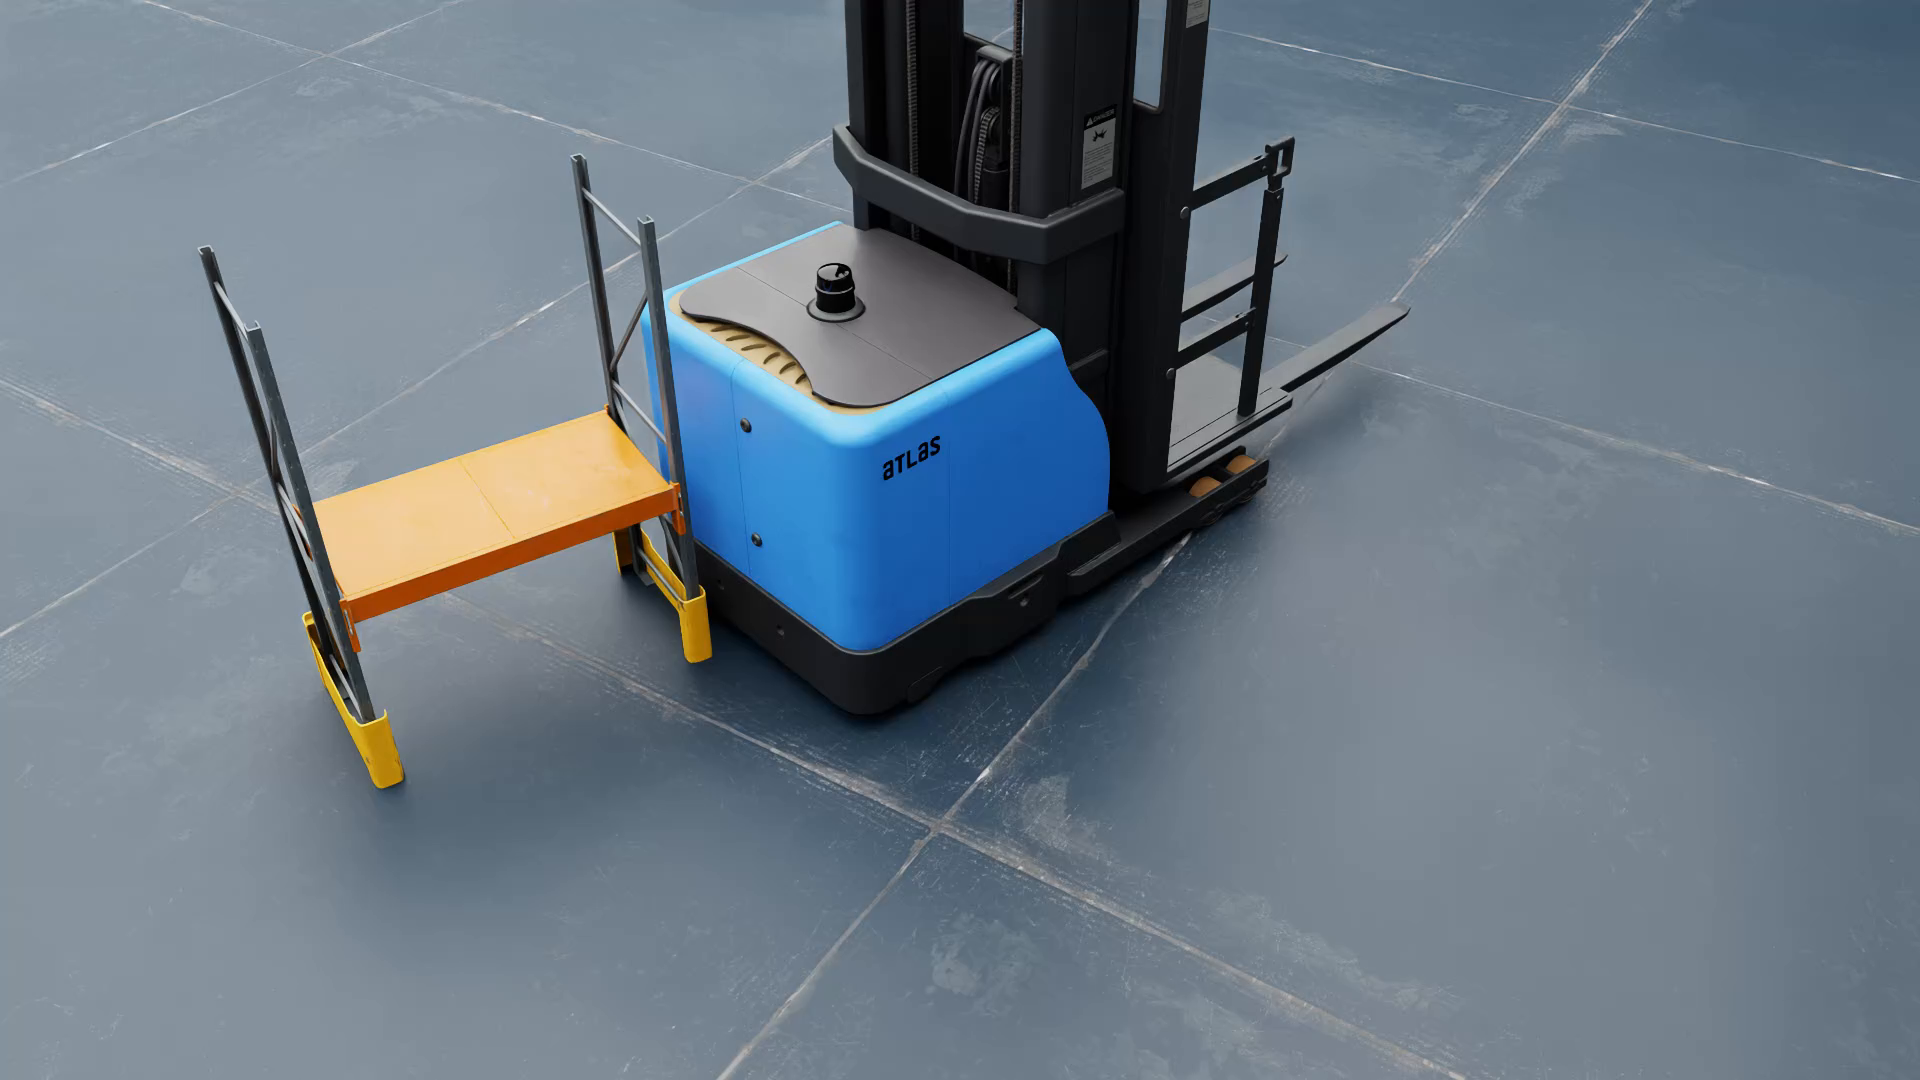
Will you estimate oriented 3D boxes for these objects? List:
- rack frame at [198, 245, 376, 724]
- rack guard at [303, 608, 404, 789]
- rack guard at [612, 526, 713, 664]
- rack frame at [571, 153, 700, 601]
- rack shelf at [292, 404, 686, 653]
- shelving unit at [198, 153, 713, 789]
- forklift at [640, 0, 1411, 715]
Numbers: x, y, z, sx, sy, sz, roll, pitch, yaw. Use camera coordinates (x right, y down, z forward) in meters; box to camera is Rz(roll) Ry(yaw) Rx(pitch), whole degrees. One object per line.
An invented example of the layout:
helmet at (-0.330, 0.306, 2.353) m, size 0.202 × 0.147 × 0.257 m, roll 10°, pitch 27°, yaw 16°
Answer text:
rack frame at (-1.808, -0.033, 4.564) m, size 0.032 × 1.500 × 0.500 m, roll -22°, pitch 43°, yaw -25°
rack guard at (-1.807, 0.462, 4.946) m, size 0.087 × 0.250 × 0.587 m, roll -22°, pitch 43°, yaw -25°
rack guard at (-0.971, 0.132, 5.375) m, size 0.087 × 0.250 × 0.587 m, roll -22°, pitch 43°, yaw -25°
rack frame at (-0.954, -0.370, 5.001) m, size 0.032 × 1.500 × 0.500 m, roll -22°, pitch 43°, yaw -25°
rack shelf at (-1.381, -0.059, 4.893) m, size 1.000 × 0.185 × 0.538 m, roll -22°, pitch 43°, yaw -25°
shelving unit at (-1.389, -0.198, 4.779) m, size 1.083 × 1.500 × 0.587 m, roll -22°, pitch 43°, yaw -25°
forklift at (0.455, -1.422, 5.194) m, size 3.031 × 2.935 × 1.130 m, roll -30°, pitch 47°, yaw -33°
